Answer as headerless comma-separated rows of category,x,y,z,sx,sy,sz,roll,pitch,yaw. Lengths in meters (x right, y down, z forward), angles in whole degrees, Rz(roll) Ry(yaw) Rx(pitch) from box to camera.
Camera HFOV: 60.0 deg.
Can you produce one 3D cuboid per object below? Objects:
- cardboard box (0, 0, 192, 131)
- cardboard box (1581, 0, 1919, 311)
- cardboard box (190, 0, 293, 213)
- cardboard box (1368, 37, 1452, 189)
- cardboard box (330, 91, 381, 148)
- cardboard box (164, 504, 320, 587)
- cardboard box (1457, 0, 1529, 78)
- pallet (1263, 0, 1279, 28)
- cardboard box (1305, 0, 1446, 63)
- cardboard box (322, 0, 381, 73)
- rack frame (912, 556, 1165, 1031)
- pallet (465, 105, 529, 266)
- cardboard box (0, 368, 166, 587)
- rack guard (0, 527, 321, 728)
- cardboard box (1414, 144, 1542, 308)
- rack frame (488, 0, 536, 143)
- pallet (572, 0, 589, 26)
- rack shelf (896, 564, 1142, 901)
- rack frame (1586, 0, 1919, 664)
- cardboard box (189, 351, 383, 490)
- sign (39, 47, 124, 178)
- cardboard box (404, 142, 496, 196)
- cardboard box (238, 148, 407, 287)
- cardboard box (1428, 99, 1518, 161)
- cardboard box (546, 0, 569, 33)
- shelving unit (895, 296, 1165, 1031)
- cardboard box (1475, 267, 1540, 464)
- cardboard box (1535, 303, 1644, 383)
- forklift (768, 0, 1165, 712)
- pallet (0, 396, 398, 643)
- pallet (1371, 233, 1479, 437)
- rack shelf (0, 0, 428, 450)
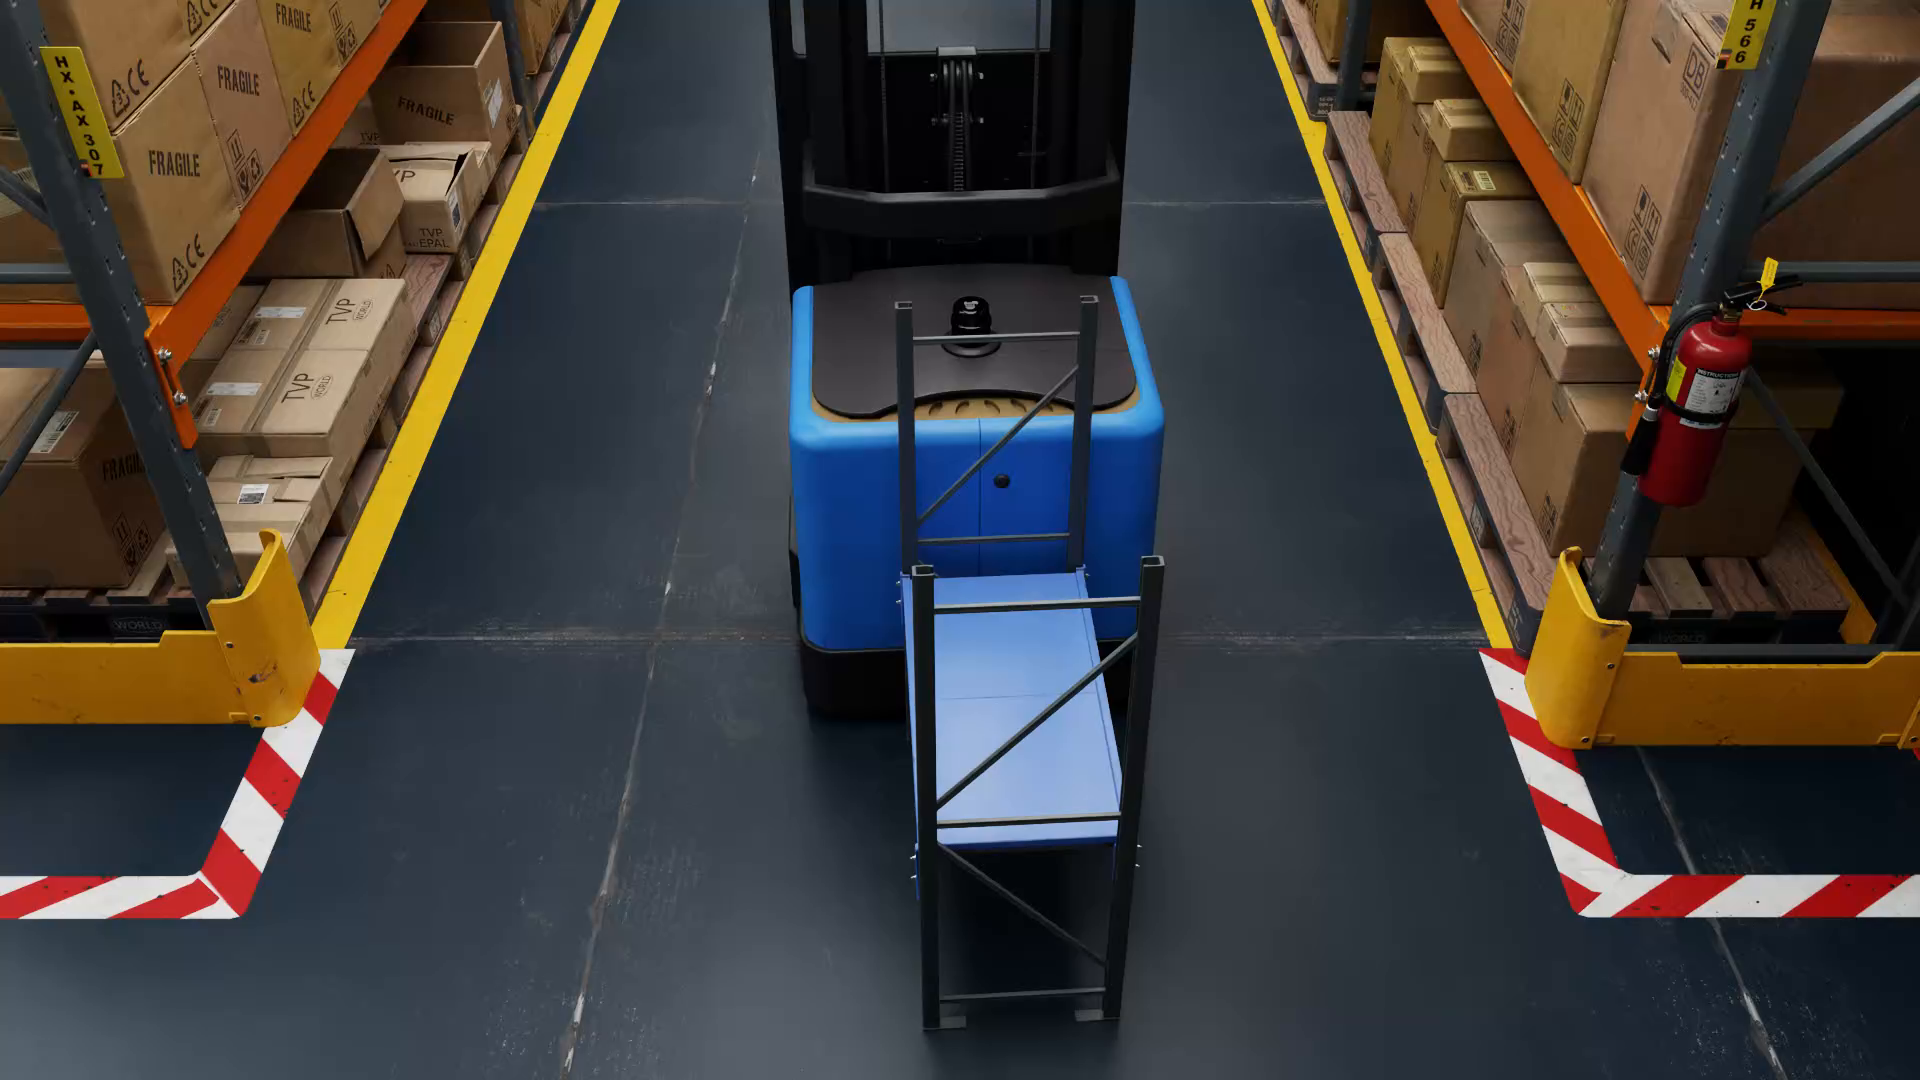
cardboard box,-2.344,-1.369,4.180,0.500,0.500,0.500,1,39,1
cardboard box,2.336,-1.104,4.489,0.980,0.700,0.700,2,39,2
cardboard box,-2.350,-1.302,4.896,0.500,0.500,0.500,0,39,0
cardboard box,2.240,-1.890,7.373,0.700,0.500,0.500,0,39,1
cardboard box,-2.828,-2.024,7.675,0.500,0.311,0.500,0,39,0
cardboard box,-2.264,0.016,5.259,0.380,0.149,0.250,0,39,0
cardboard box,2.332,-2.036,5.652,0.980,0.700,0.700,-2,39,-2
pallet,2.261,-3.329,9.735,1.003,0.211,1.213,0,39,0
cardboard box,2.211,-2.901,8.355,0.750,0.750,0.750,0,39,0
cardboard box,-2.347,-1.928,5.677,0.500,0.500,0.500,0,39,1
rack frame,0.155,0.636,3.757,0.500,1.500,0.032,-2,39,-3
pallet,-2.612,-1.646,7.635,1.003,0.211,1.213,0,39,0
cardboard box,-2.854,-0.198,5.246,0.500,0.500,0.500,0,39,0
rack guard,-2.608,0.266,5.019,1.175,0.500,0.348,0,39,0
cardboard box,2.236,-1.255,6.581,0.700,0.500,0.500,1,39,1
rack frame,-2.612,-3.164,7.299,1.000,3.000,0.127,0,39,0
pallet,-2.655,-3.349,9.760,1.003,0.211,1.213,0,39,0
rack shelf,0.122,0.459,4.266,0.538,0.185,1.000,-2,39,-3
rack frame,2.346,-0.668,4.185,1.000,3.000,0.127,0,39,0
cardboard box,-2.325,-0.414,5.715,0.500,0.250,0.500,0,39,0
sign,-2.065,-1.001,3.908,0.100,0.325,0.005,0,39,0
cardboard box,-2.267,-1.632,7.316,0.380,0.149,0.250,0,39,0
cardboard box,-2.605,-1.186,6.476,0.797,0.503,0.637,0,39,0
cardboard box,2.059,-1.603,6.496,0.380,0.149,0.250,-1,39,-1
cardboard box,-2.381,-2.996,8.737,0.500,0.500,0.500,0,39,1
shelving unit,0.122,0.319,4.153,0.538,1.500,1.048,-2,39,-3
cardboard box,2.245,-0.607,5.772,0.700,0.500,0.500,0,39,0
cardboard box,2.063,-0.628,5.279,0.380,0.149,0.250,0,39,-1
forklift,-0.039,-1.534,5.320,1.130,2.935,3.031,-2,39,-3
pallet,-2.609,-0.120,5.731,1.003,0.211,1.213,0,39,0
pallet,2.269,-0.841,6.631,1.003,0.211,1.213,0,39,0
rack shelf,-2.610,-1.632,5.964,1.077,0.370,4.000,0,39,0
